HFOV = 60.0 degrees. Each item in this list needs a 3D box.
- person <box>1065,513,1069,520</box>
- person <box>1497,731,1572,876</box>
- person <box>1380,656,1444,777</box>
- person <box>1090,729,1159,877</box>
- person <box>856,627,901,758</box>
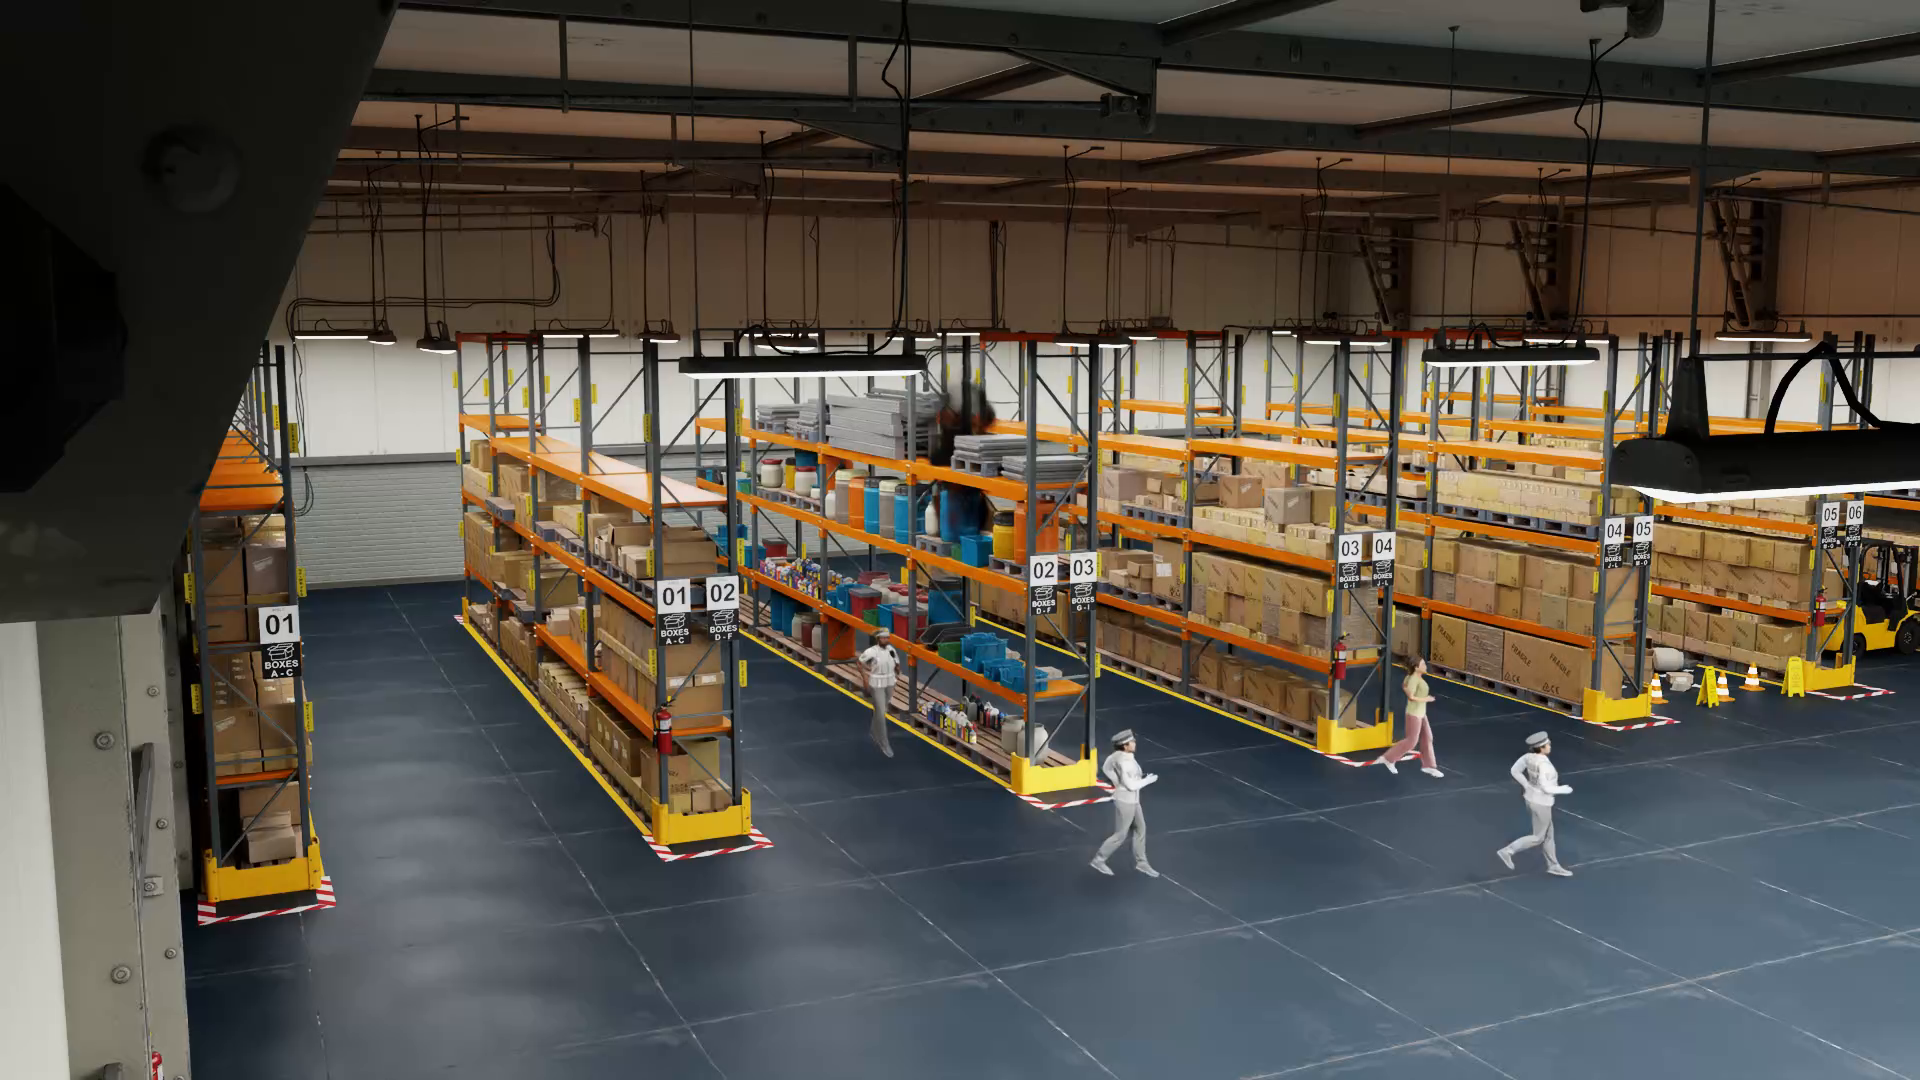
[{"bbox_3d":[2.784,-0.029,41.668,0.684,1.511,0.615,-5,9,-33],"label":"person"},{"bbox_3d":[6.492,2.978,18.721,0.901,1.693,0.616,0,8,-2],"label":"person"},{"bbox_3d":[6.234,2.423,22.851,0.864,1.691,0.602,2,8,12],"label":"person"},{"bbox_3d":[1.860,2.967,18.698,0.785,1.730,0.600,0,8,2],"label":"person"},{"bbox_3d":[-1.087,2.089,23.200,0.547,1.788,0.740,-7,10,-40],"label":"person"}]
